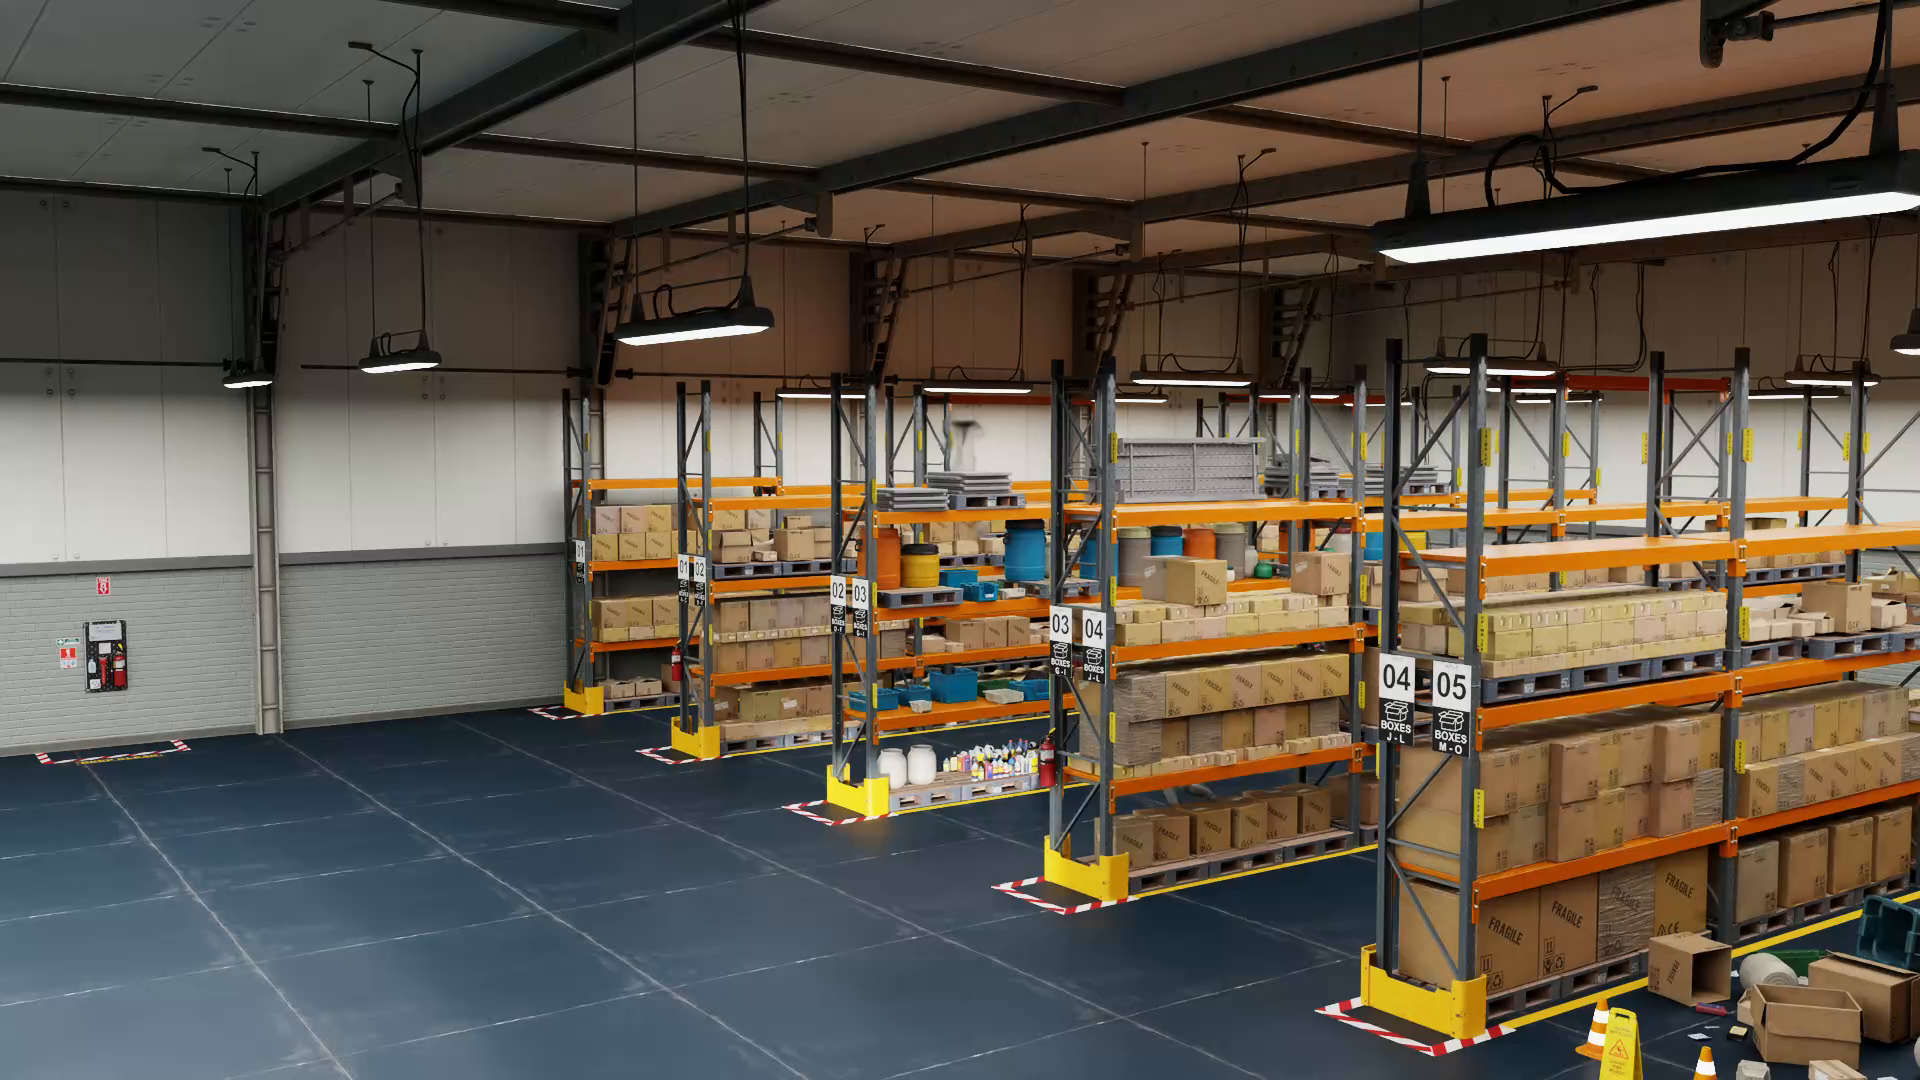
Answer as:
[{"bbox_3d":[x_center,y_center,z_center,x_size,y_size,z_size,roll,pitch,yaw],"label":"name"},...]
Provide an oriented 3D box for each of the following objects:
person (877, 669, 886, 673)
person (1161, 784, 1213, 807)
[{"bbox_3d":[-1.457,2.389,30.866,0.505,1.557,0.690,4,5,44],"label":"person"},{"bbox_3d":[3.001,2.958,22.256,1.075,1.606,0.711,-2,4,-33],"label":"person"}]
